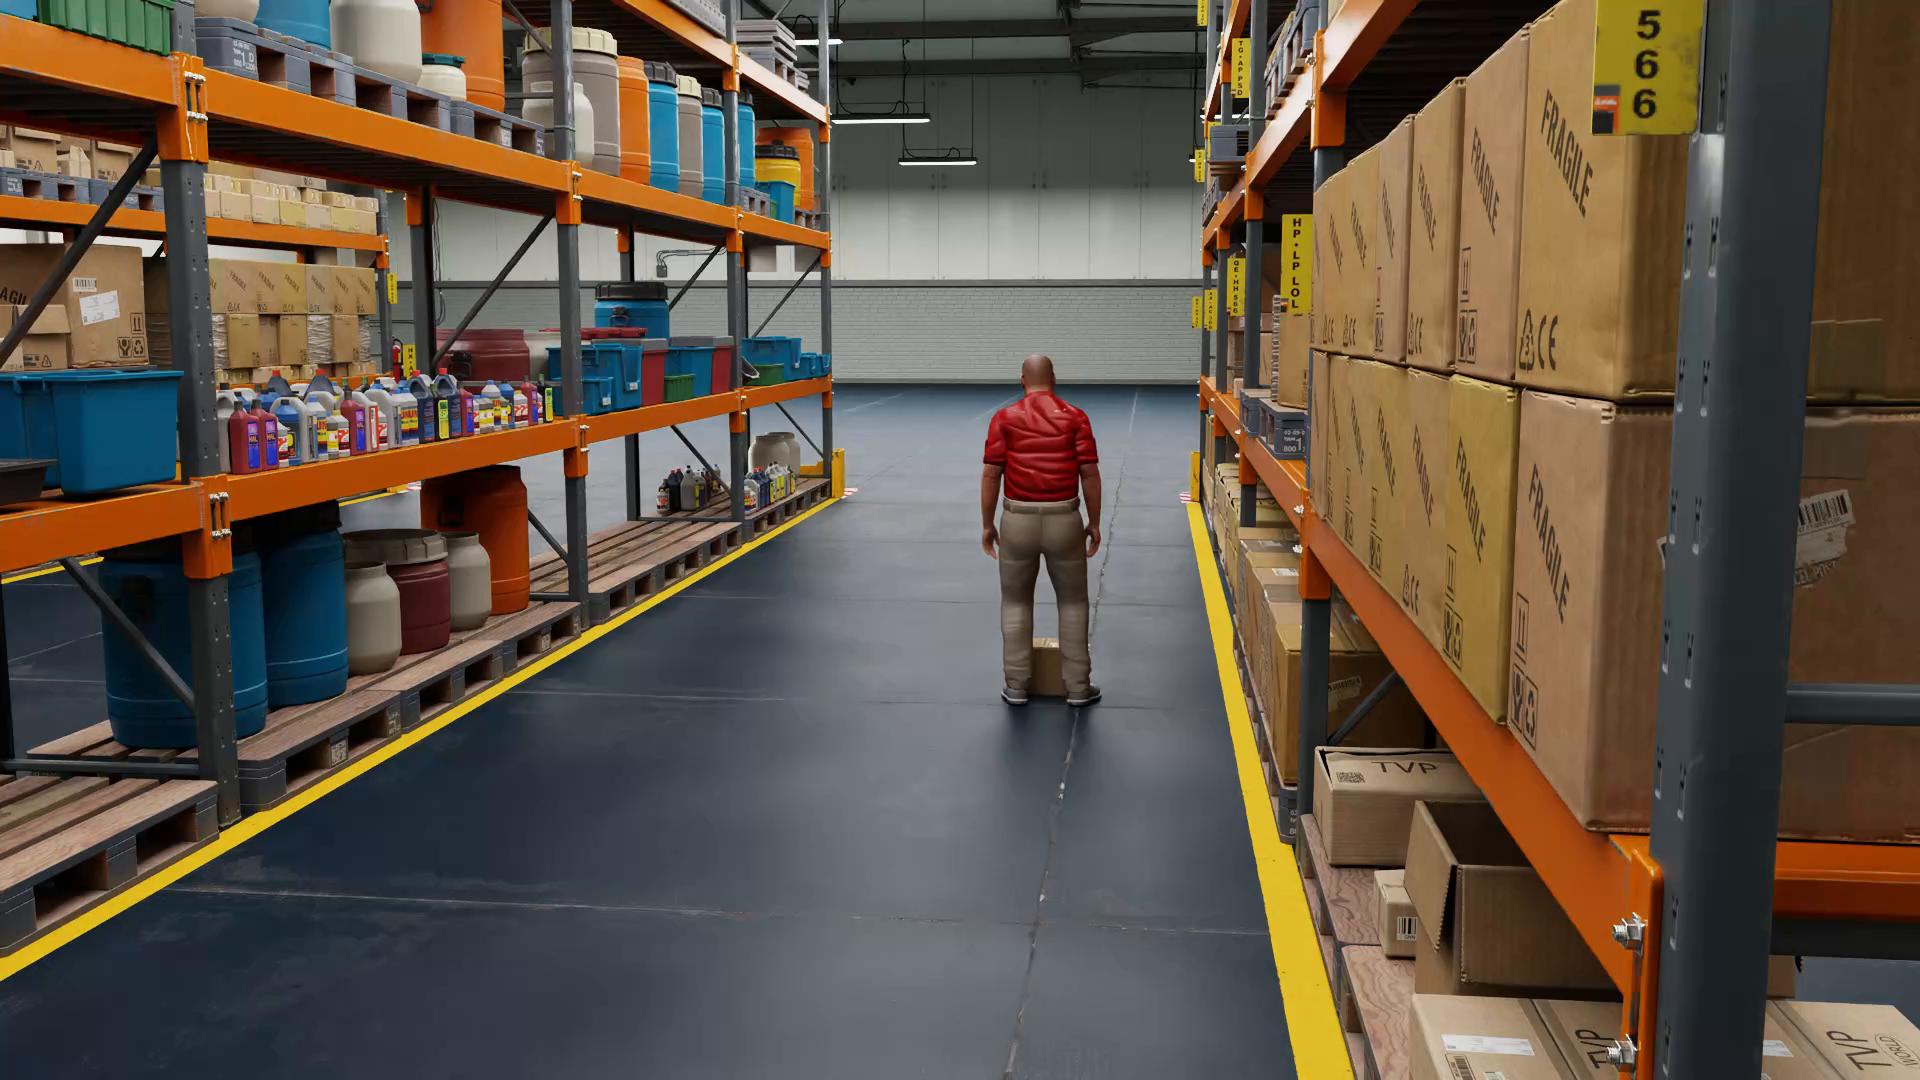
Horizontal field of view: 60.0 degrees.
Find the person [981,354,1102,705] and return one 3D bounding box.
[{"bbox_3d":[0.406,-0.050,8.216,0.605,1.728,0.386,1,8,4],"label":"person"}]
